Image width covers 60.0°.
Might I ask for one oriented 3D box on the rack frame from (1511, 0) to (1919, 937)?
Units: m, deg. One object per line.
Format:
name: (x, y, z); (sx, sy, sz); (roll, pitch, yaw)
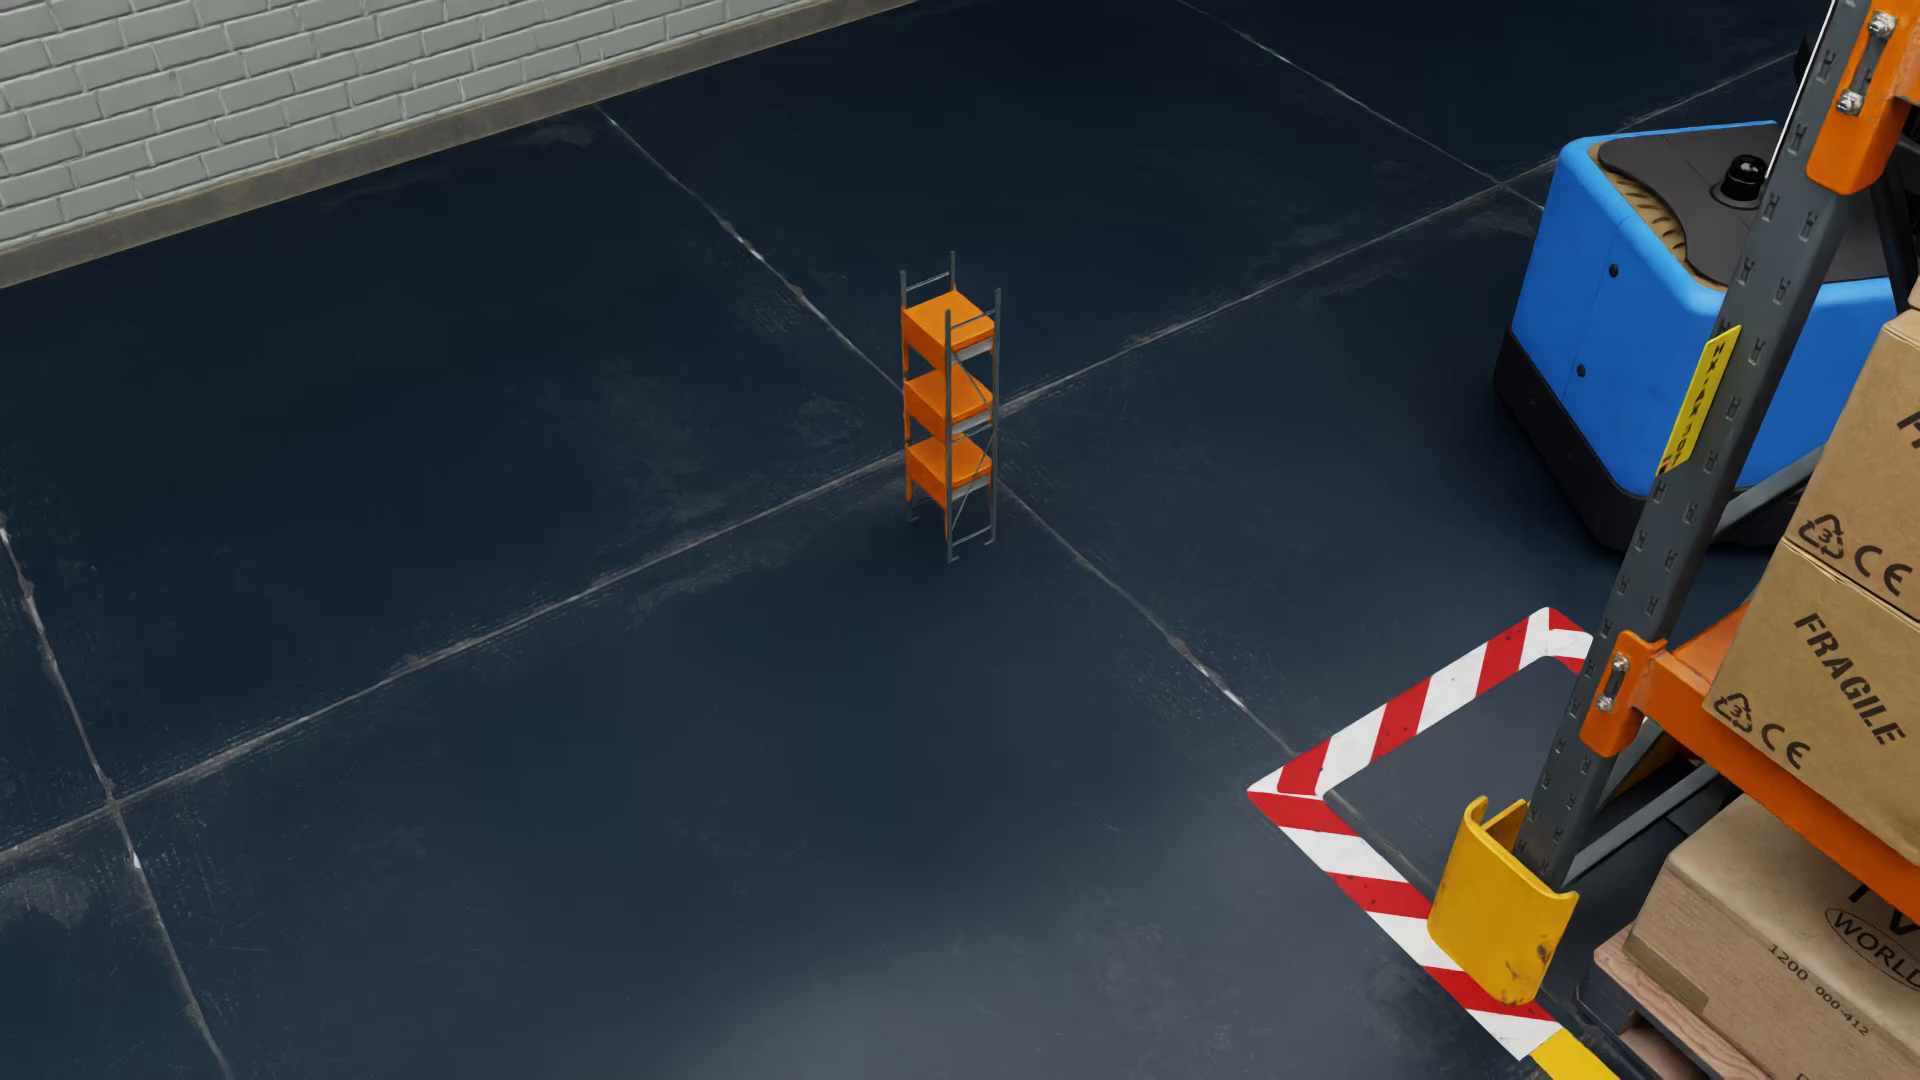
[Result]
rack frame: (1.863, -0.135, 3.719); (1.000, 3.000, 0.127); (-26, 49, -24)

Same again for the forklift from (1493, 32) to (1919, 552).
forklift: (3.577, -1.488, 5.186); (3.031, 2.935, 1.130); (-7, 44, -7)

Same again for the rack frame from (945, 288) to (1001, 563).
rack frame: (0.039, -0.341, 5.347); (0.200, 1.050, 0.008); (-26, 49, -24)

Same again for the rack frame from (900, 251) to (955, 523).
rack frame: (-0.100, -0.479, 5.492); (0.200, 1.050, 0.008); (-26, 49, -24)

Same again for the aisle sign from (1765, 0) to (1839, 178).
aisle sign: (1.584, -1.002, 2.744); (0.394, 0.787, 0.004); (-26, 49, -24)

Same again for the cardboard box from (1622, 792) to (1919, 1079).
cardboard box: (2.322, 0.974, 4.109); (0.875, 0.438, 0.875); (-27, 50, -26)

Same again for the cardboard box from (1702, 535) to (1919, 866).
cardboard box: (1.902, 0.214, 3.281); (0.500, 0.500, 0.500); (-26, 49, -25)

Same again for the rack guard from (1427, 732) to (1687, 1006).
rack guard: (1.849, 0.755, 4.597); (1.175, 0.500, 0.348); (-26, 49, -24)

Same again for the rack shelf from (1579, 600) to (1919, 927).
rack shelf: (3.007, 1.258, 2.781); (1.077, 0.370, 4.000); (-26, 49, -24)

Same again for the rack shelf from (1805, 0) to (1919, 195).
rack shelf: (3.007, 0.173, 1.745); (1.077, 0.370, 4.000); (-26, 49, -24)

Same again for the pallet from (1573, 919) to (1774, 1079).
pallet: (2.384, 1.296, 4.240); (1.003, 0.211, 1.213); (-26, 49, -24)

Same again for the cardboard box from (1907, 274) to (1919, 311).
cardboard box: (1.839, -0.457, 2.790); (0.380, 0.149, 0.250); (-25, 49, -24)

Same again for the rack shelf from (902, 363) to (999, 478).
rack shelf: (-0.031, -0.402, 5.427); (0.215, 0.259, 0.240); (-26, 49, -24)

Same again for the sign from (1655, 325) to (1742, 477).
sign: (1.404, -0.261, 3.167); (0.100, 0.325, 0.005); (-26, 49, -24)

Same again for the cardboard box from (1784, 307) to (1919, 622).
cardboard box: (1.904, -0.148, 2.937); (0.500, 0.500, 0.500); (-27, 50, -25)

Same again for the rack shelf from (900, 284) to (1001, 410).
rack shelf: (-0.031, -0.608, 5.231); (0.215, 0.259, 0.240); (-26, 49, -24)

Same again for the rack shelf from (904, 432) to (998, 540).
rack shelf: (-0.031, -0.201, 5.618); (0.215, 0.259, 0.240); (-26, 49, -24)

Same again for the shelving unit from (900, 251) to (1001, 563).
shelving unit: (-0.031, -0.410, 5.419); (0.215, 1.050, 0.252); (-26, 49, -24)
